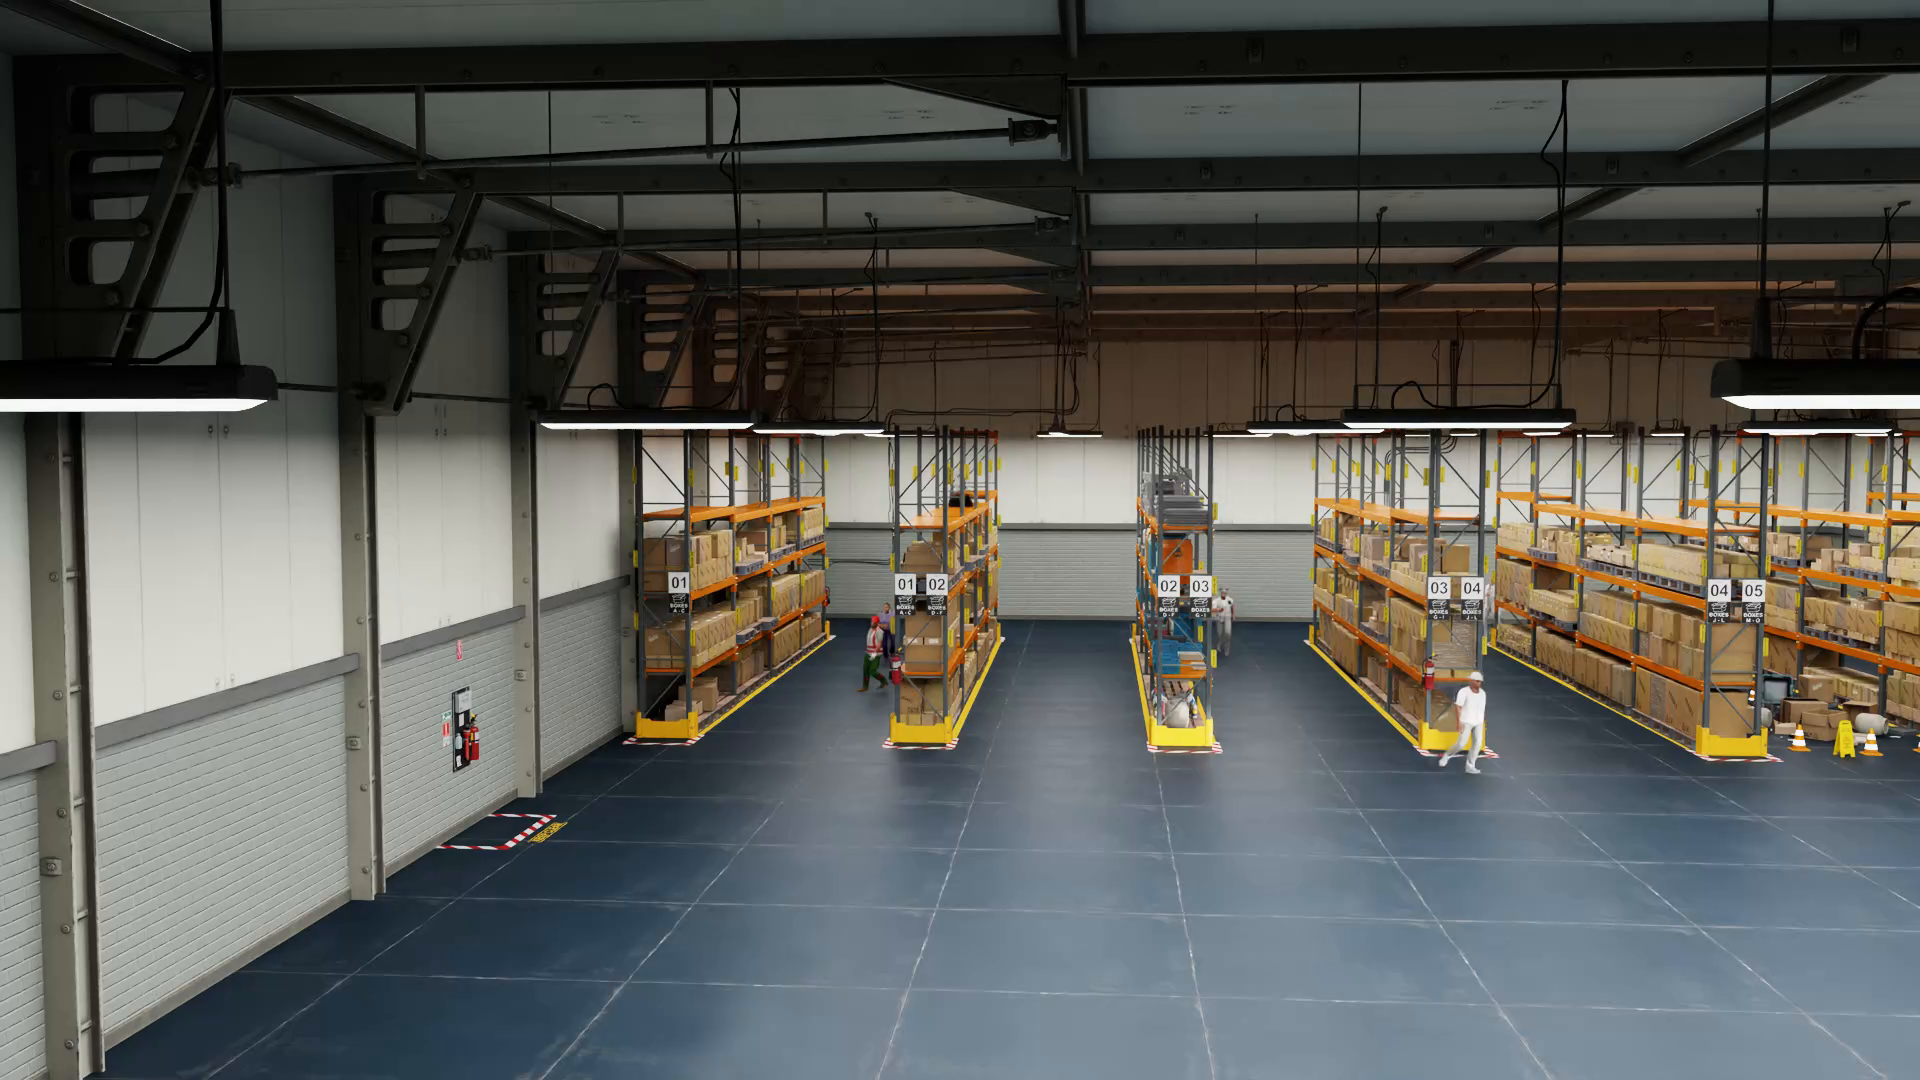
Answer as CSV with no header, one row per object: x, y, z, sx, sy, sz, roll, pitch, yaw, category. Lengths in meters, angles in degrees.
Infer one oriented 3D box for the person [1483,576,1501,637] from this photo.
15.372,1.946,48.024,0.865,1.846,0.671,-3,5,-41,person

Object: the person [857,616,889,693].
-1.965,2.582,37.618,0.664,1.767,0.517,3,5,45,person

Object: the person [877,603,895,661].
-1.852,2.376,42.883,0.609,1.542,0.829,0,3,-3,person

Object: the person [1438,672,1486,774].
8.668,3.123,28.582,0.736,1.743,0.614,-1,4,-18,person

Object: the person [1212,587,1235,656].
7.032,2.168,44.419,0.648,1.840,0.887,0,3,3,person
